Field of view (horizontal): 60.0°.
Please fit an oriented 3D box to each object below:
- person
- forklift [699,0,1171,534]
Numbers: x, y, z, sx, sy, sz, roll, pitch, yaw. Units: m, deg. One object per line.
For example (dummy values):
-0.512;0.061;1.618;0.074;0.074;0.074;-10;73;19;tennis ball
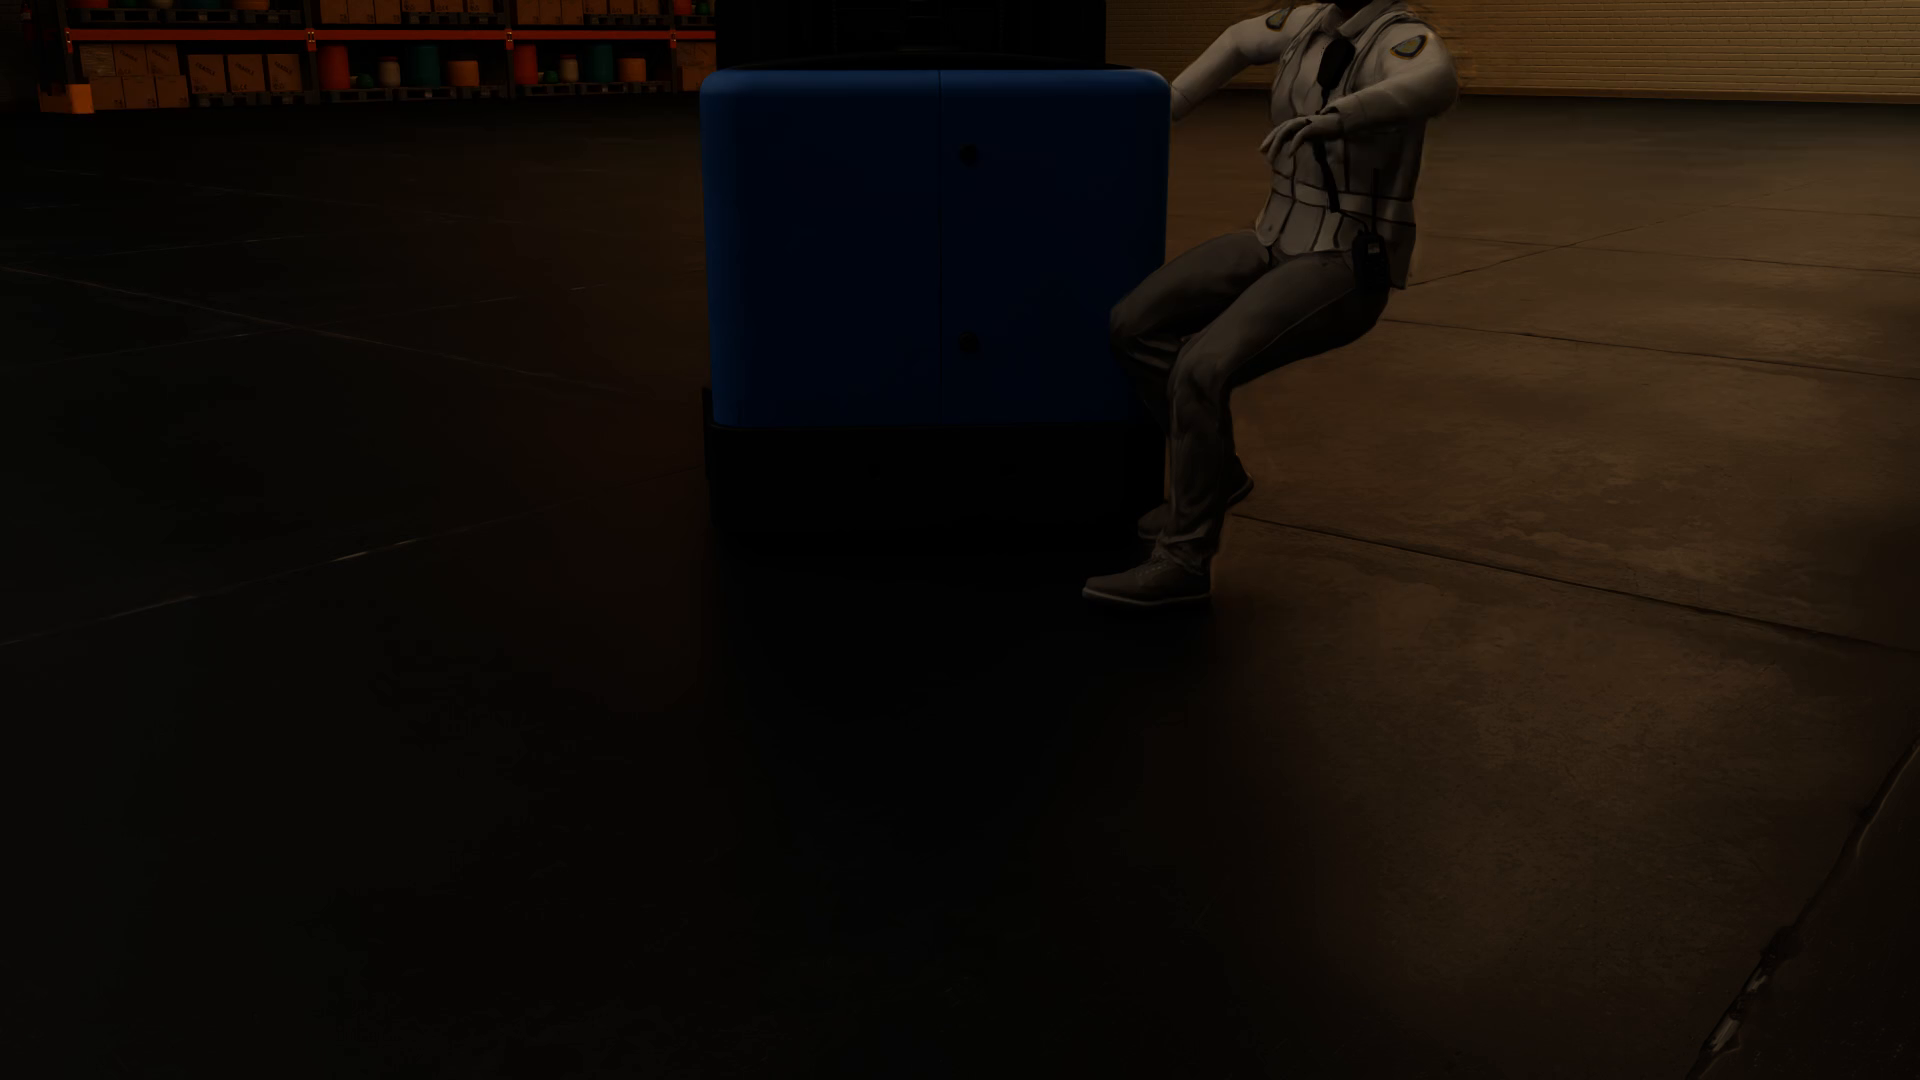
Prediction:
0.565;-0.630;3.476;0.786;1.464;1.009;-8;18;-23;person
-0.156;-1.795;4.808;1.130;2.935;3.031;-1;17;-4;forklift
